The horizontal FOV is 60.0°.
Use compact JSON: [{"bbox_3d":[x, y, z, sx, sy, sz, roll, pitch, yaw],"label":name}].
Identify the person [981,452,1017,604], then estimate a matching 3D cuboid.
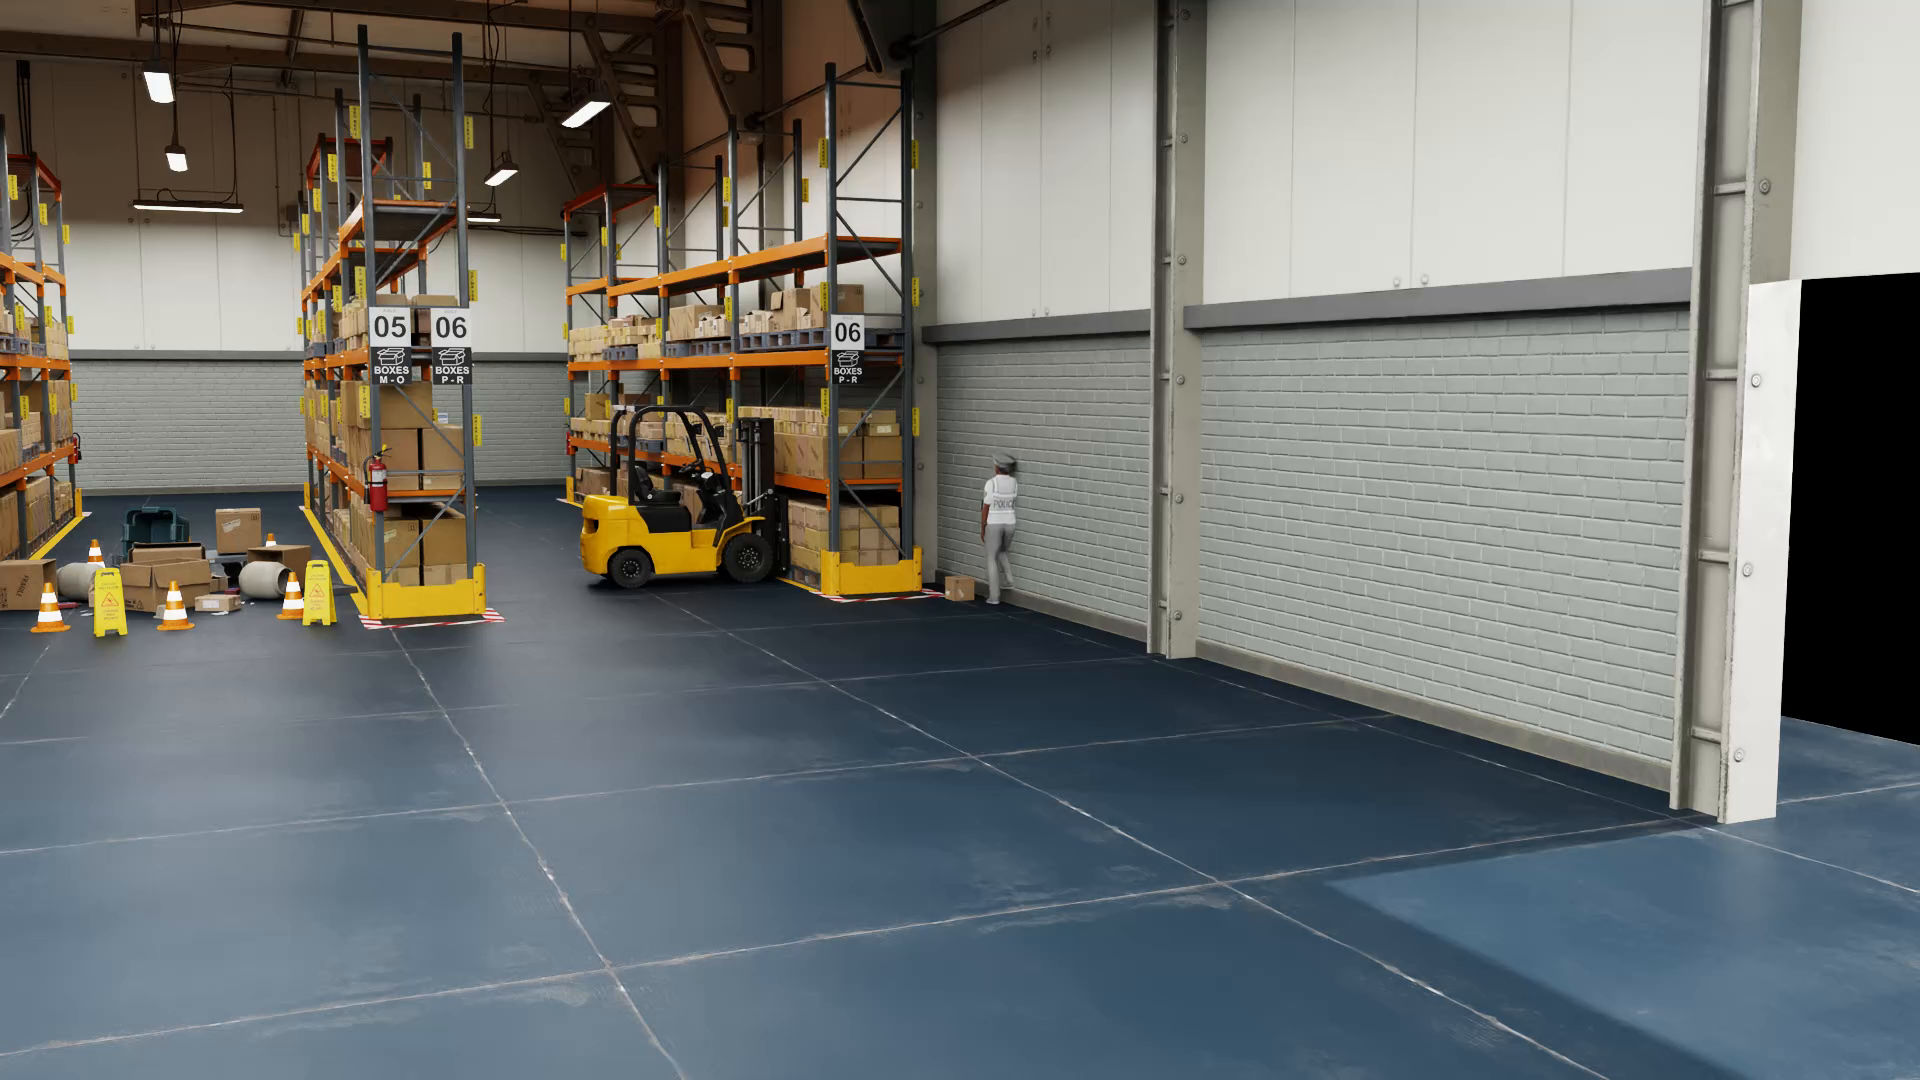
[{"bbox_3d":[0.424,-0.131,18.314,0.437,1.668,0.502,-2,6,-22],"label":"person"}]
